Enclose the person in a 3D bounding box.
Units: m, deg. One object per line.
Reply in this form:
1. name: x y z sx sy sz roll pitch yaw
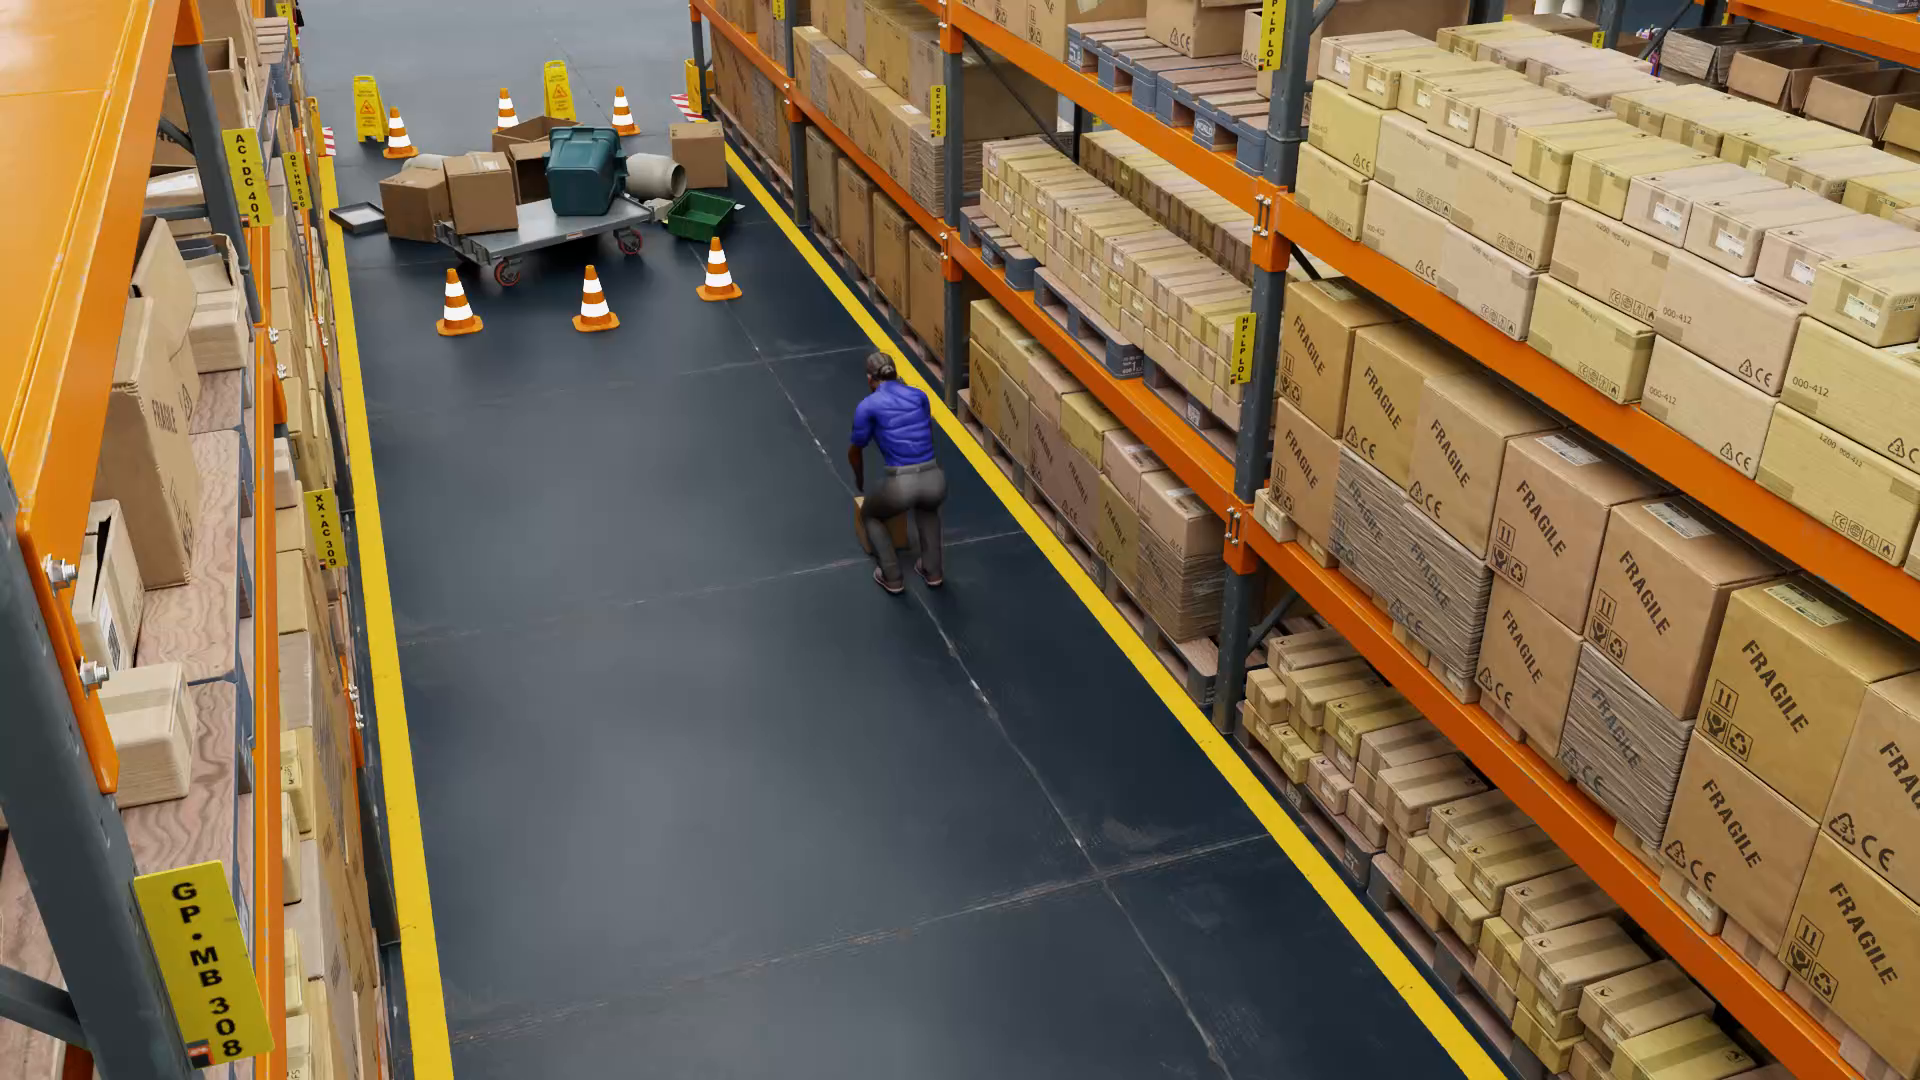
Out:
1. person: -0.352 -0.349 9.310 0.497 1.303 0.669 -10 32 -17
